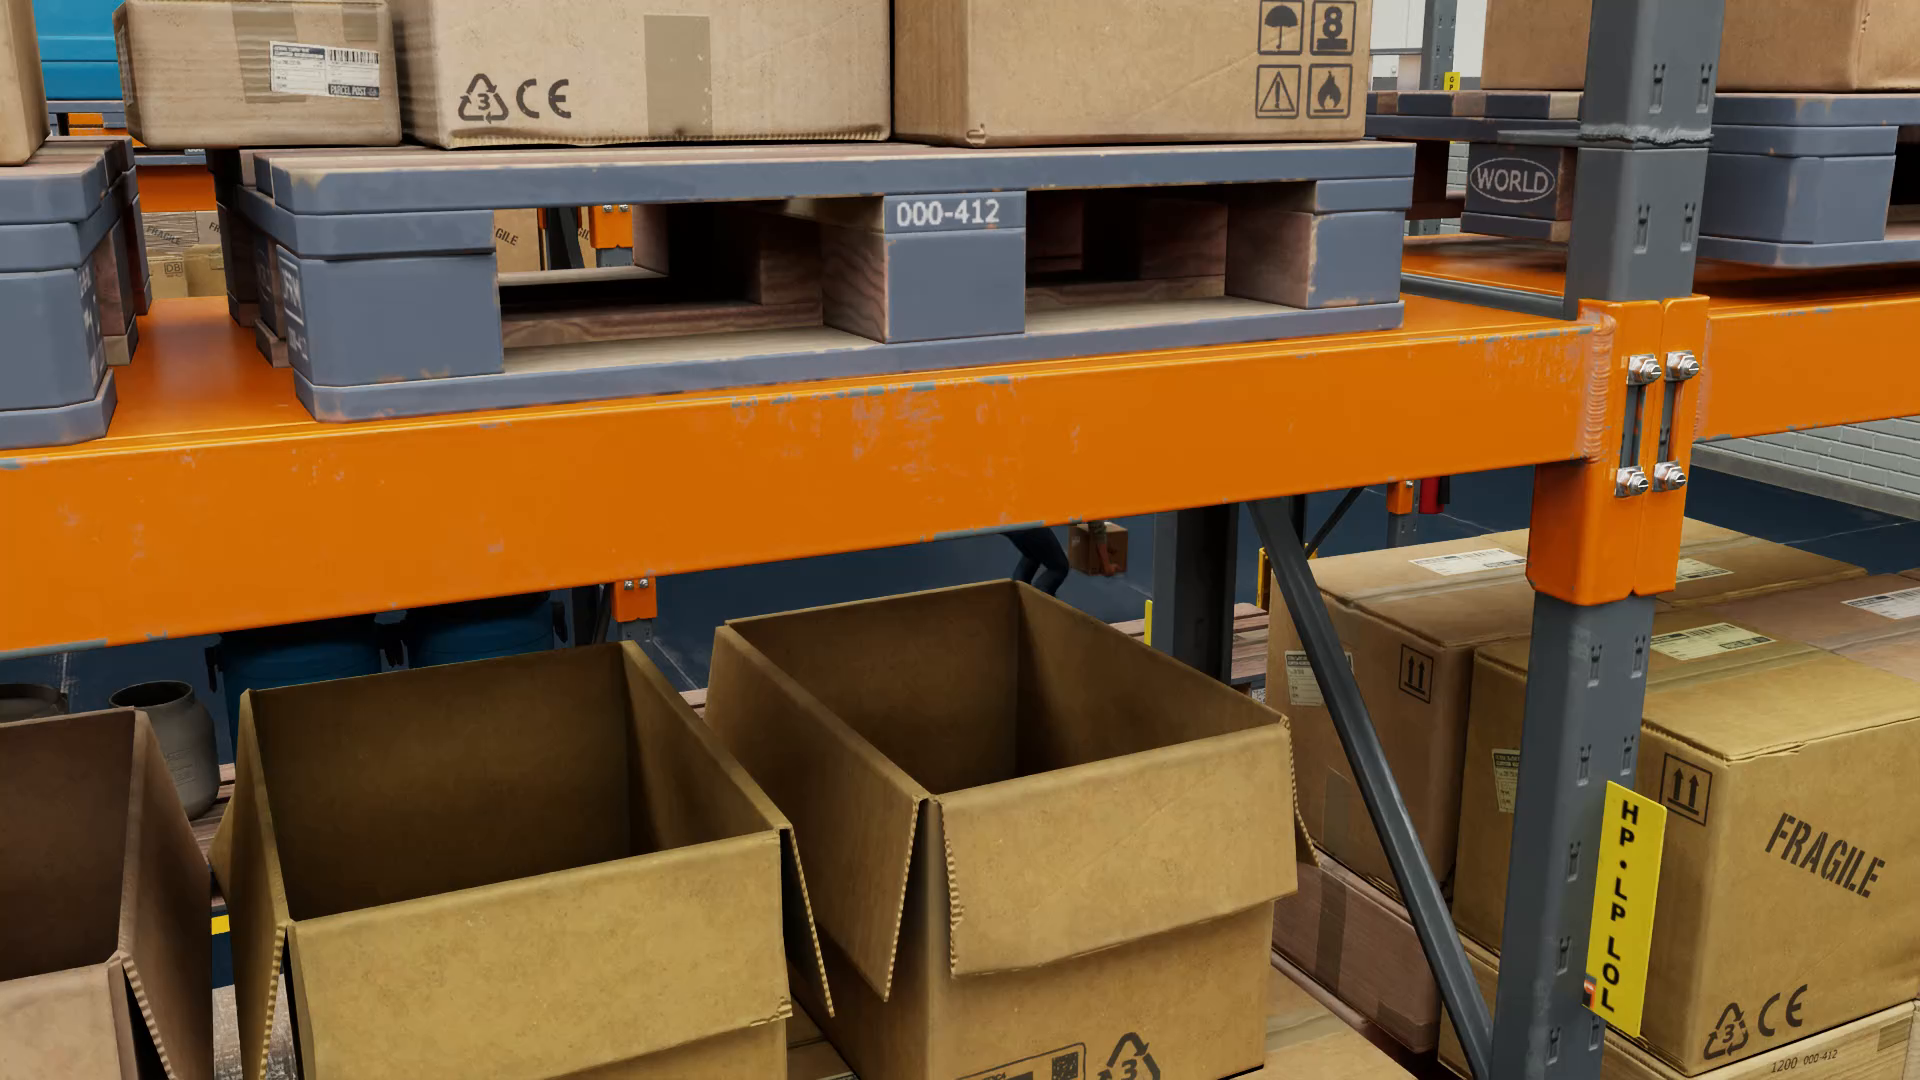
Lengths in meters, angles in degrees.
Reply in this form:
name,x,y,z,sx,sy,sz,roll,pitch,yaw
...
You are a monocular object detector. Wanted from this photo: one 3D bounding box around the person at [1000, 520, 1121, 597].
name,x,y,z,sx,sy,sz,roll,pitch,yaw
person,0.546,0.025,9.439,0.850,1.073,0.408,-8,18,-28
